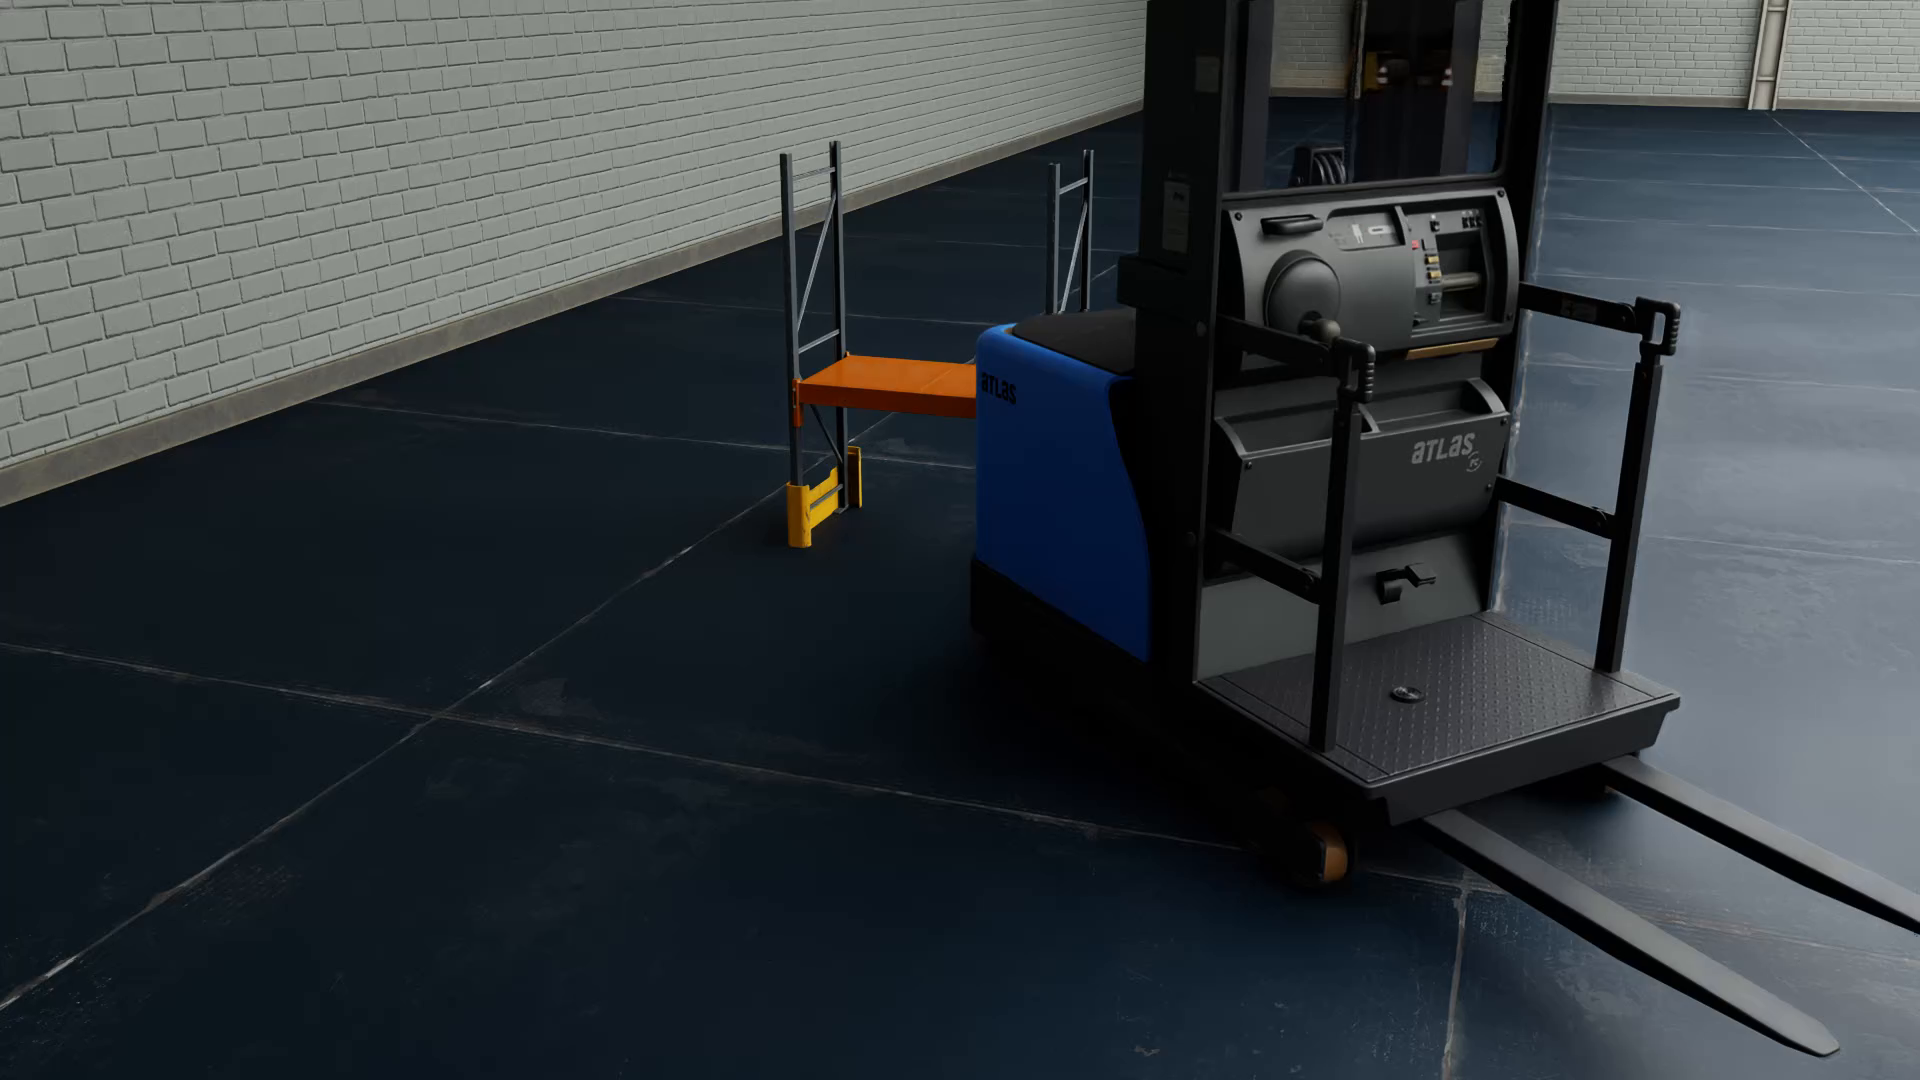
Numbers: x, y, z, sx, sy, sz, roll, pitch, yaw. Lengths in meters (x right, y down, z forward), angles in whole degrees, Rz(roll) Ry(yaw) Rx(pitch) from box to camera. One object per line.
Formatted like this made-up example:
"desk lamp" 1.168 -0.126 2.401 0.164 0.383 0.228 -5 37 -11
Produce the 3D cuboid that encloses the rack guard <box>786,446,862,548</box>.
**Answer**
"rack guard" -0.542 -0.180 6.713 0.087 0.250 0.587 7 20 18

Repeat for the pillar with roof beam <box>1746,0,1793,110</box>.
"pillar with roof beam" 10.937 -9.559 20.328 0.400 9.000 9.100 7 20 18

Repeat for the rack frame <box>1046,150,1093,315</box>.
"rack frame" 0.400 -0.663 6.198 0.032 1.500 0.500 7 20 18

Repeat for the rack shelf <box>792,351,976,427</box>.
"rack shelf" -0.081 -0.548 6.415 1.000 0.185 0.538 7 20 18

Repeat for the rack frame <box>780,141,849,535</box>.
"rack frame" -0.561 -0.772 6.513 0.032 1.500 0.500 7 20 18

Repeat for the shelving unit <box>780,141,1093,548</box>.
"shelving unit" -0.072 -0.716 6.353 1.083 1.500 0.587 7 20 18

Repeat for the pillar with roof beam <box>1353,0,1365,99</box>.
"pillar with roof beam" 5.270 -10.207 22.187 0.400 9.000 9.100 7 20 18

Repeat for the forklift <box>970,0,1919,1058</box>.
"forklift" 1.184 -0.695 4.116 1.130 2.935 3.031 -10 22 -27
